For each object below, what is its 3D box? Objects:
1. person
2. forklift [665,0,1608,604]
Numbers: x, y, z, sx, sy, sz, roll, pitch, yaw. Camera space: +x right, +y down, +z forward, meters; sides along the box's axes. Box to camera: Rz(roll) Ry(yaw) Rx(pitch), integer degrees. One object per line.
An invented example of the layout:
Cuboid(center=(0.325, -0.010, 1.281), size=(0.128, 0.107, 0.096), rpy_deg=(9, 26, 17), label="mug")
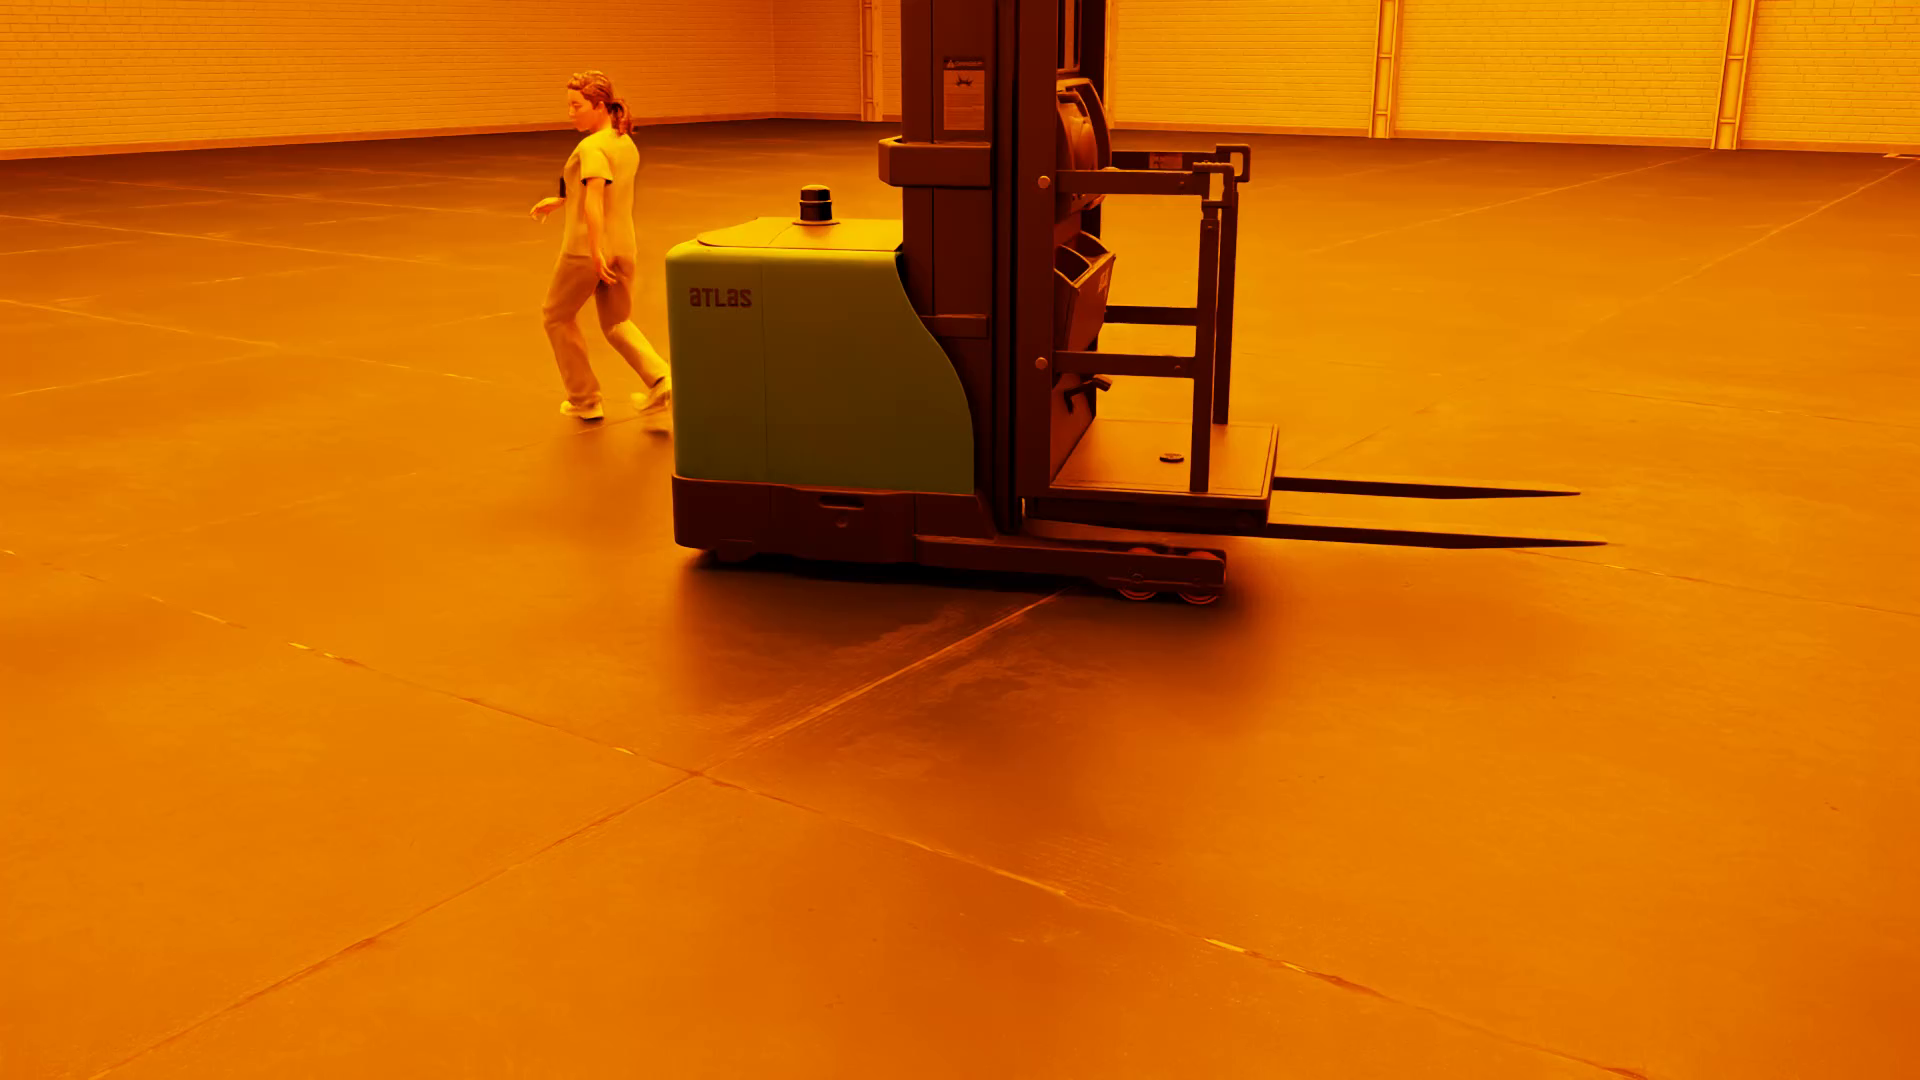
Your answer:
Cuboid(center=(-1.657, -1.310, 7.577), size=(0.731, 1.591, 0.515), rpy_deg=(13, 21, 36), label="person")
Cuboid(center=(0.595, -1.367, 5.404), size=(3.031, 2.935, 1.130), rpy_deg=(4, 17, 12), label="forklift")
